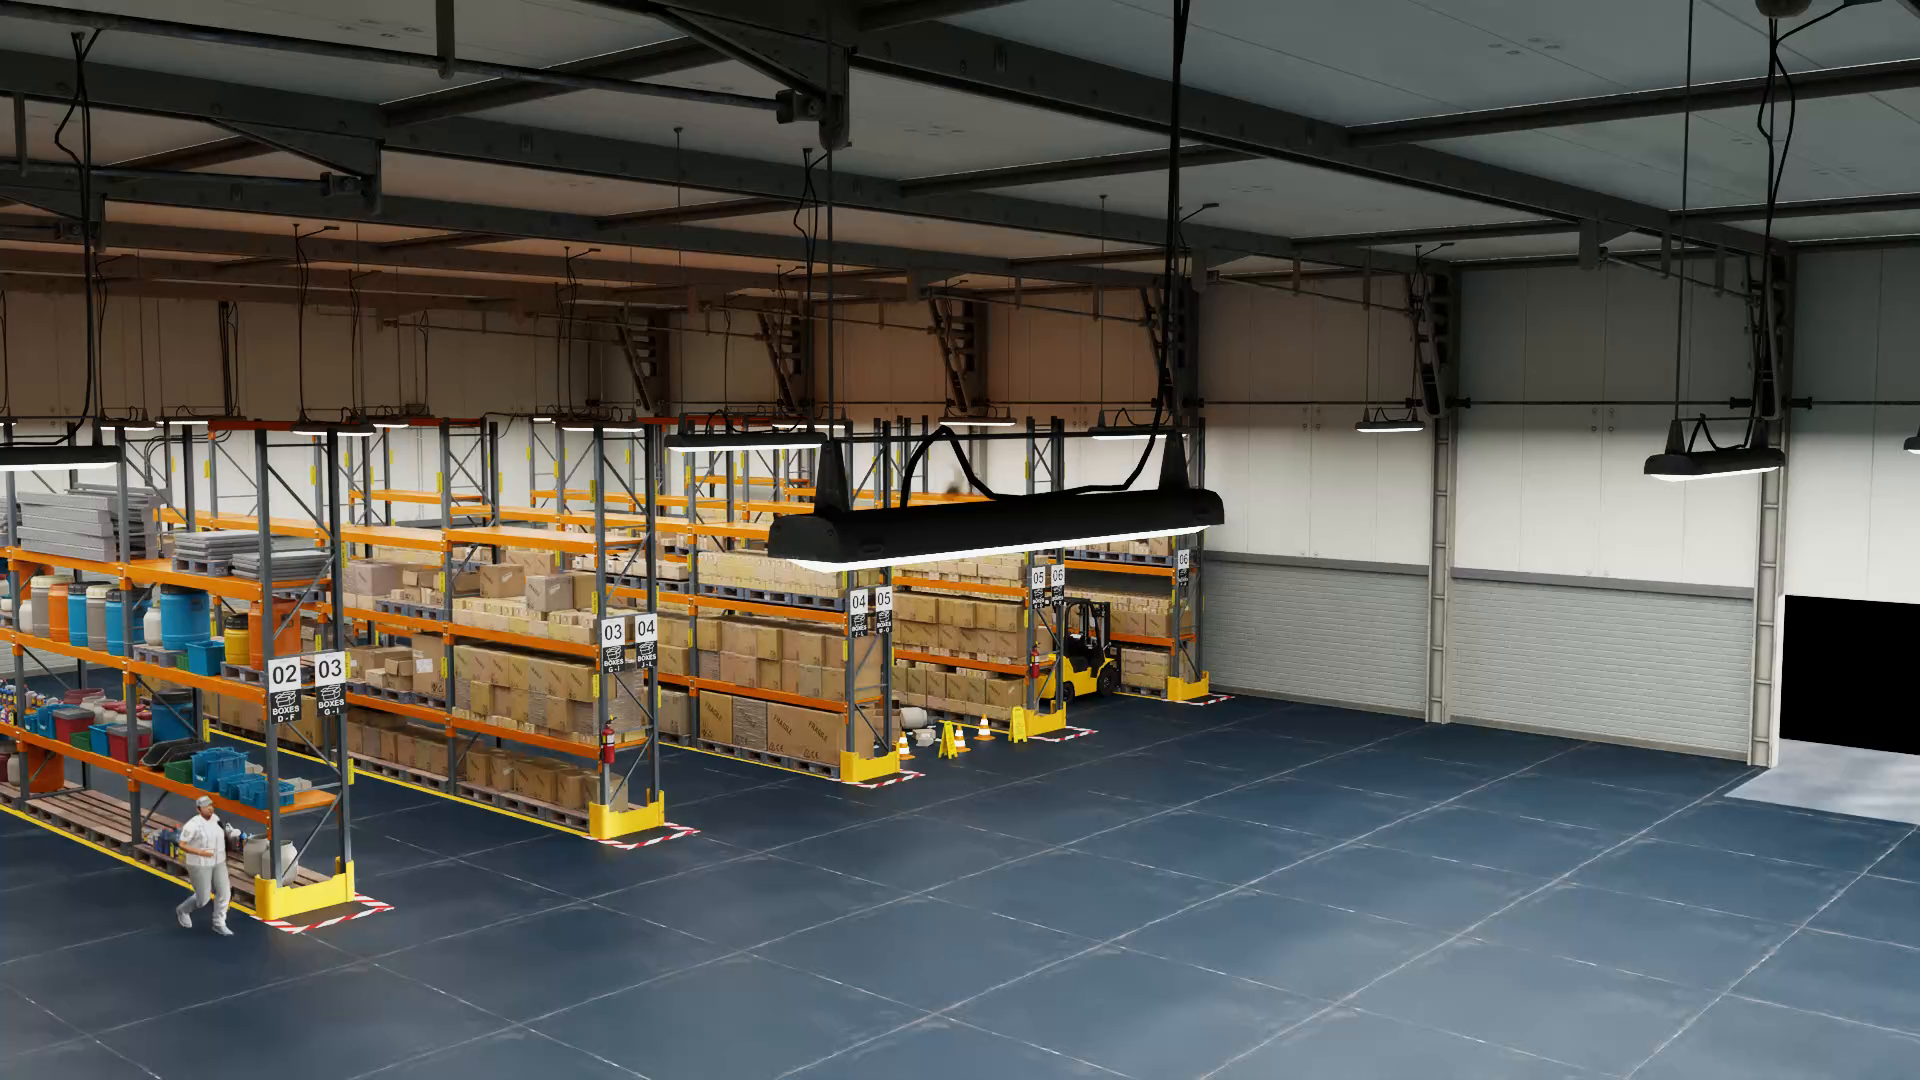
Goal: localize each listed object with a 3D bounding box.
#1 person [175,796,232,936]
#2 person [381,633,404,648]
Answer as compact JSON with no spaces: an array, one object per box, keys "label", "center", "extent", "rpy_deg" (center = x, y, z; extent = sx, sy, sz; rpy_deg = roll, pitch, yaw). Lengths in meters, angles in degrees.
[{"label":"person","center":[-9.009,3.879,19.816],"extent":[0.715,1.679,0.612],"rpy_deg":[2,5,26]},{"label":"person","center":[-13.780,2.117,40.284],"extent":[0.726,1.734,0.690],"rpy_deg":[4,6,38]}]
